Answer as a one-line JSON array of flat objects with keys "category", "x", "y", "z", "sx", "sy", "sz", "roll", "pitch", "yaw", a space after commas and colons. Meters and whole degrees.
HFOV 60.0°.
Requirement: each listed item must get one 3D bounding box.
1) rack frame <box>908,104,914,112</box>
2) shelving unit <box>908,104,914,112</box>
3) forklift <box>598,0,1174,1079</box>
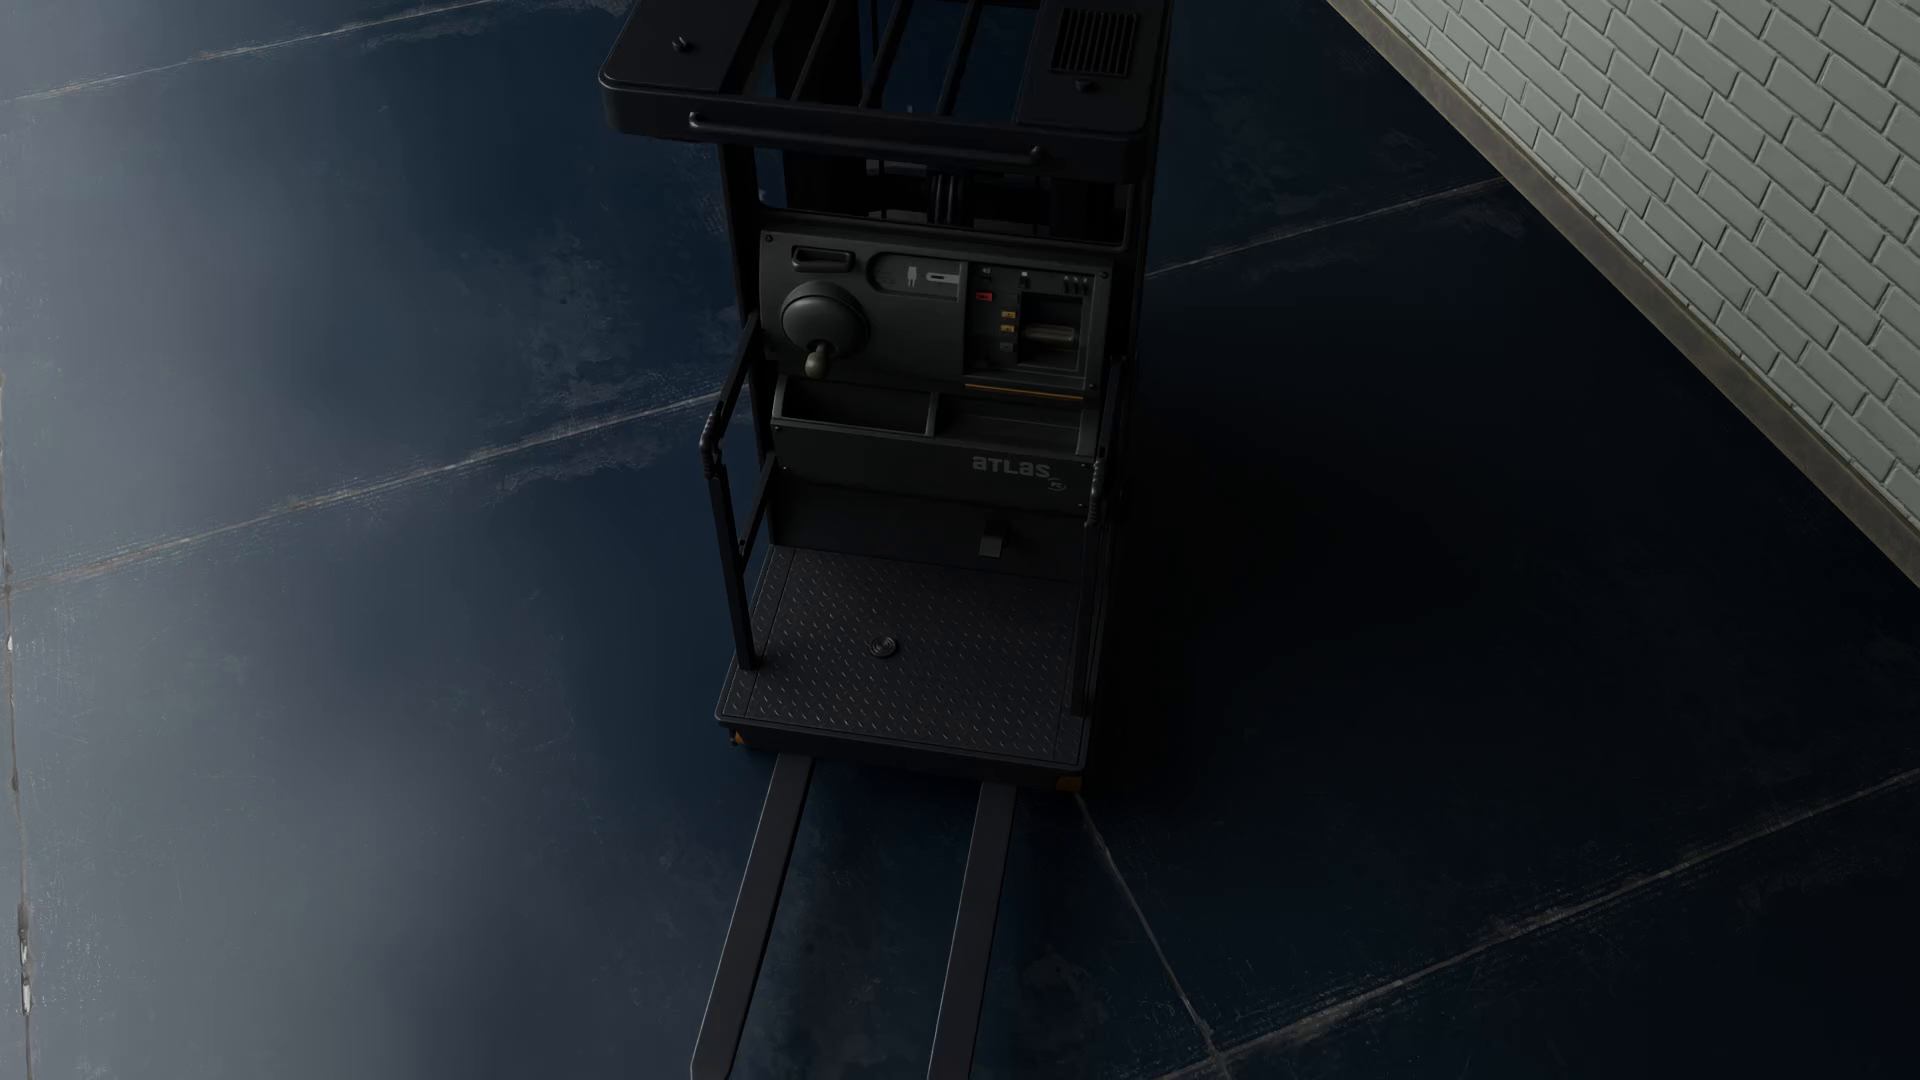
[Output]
[{"category": "rack frame", "x": -0.072, "y": -1.199, "z": 6.183, "sx": 0.240, "sy": 0.900, "sz": 0.006, "roll": 21, "pitch": 51, "yaw": 19}, {"category": "shelving unit", "x": -0.119, "y": -1.132, "z": 6.122, "sx": 0.258, "sy": 0.900, "sz": 0.210, "roll": 21, "pitch": 51, "yaw": 19}, {"category": "forklift", "x": -0.103, "y": -0.489, "z": 4.238, "sx": 1.130, "sy": 2.935, "sz": 3.031, "roll": 7, "pitch": 50, "yaw": 6}]
